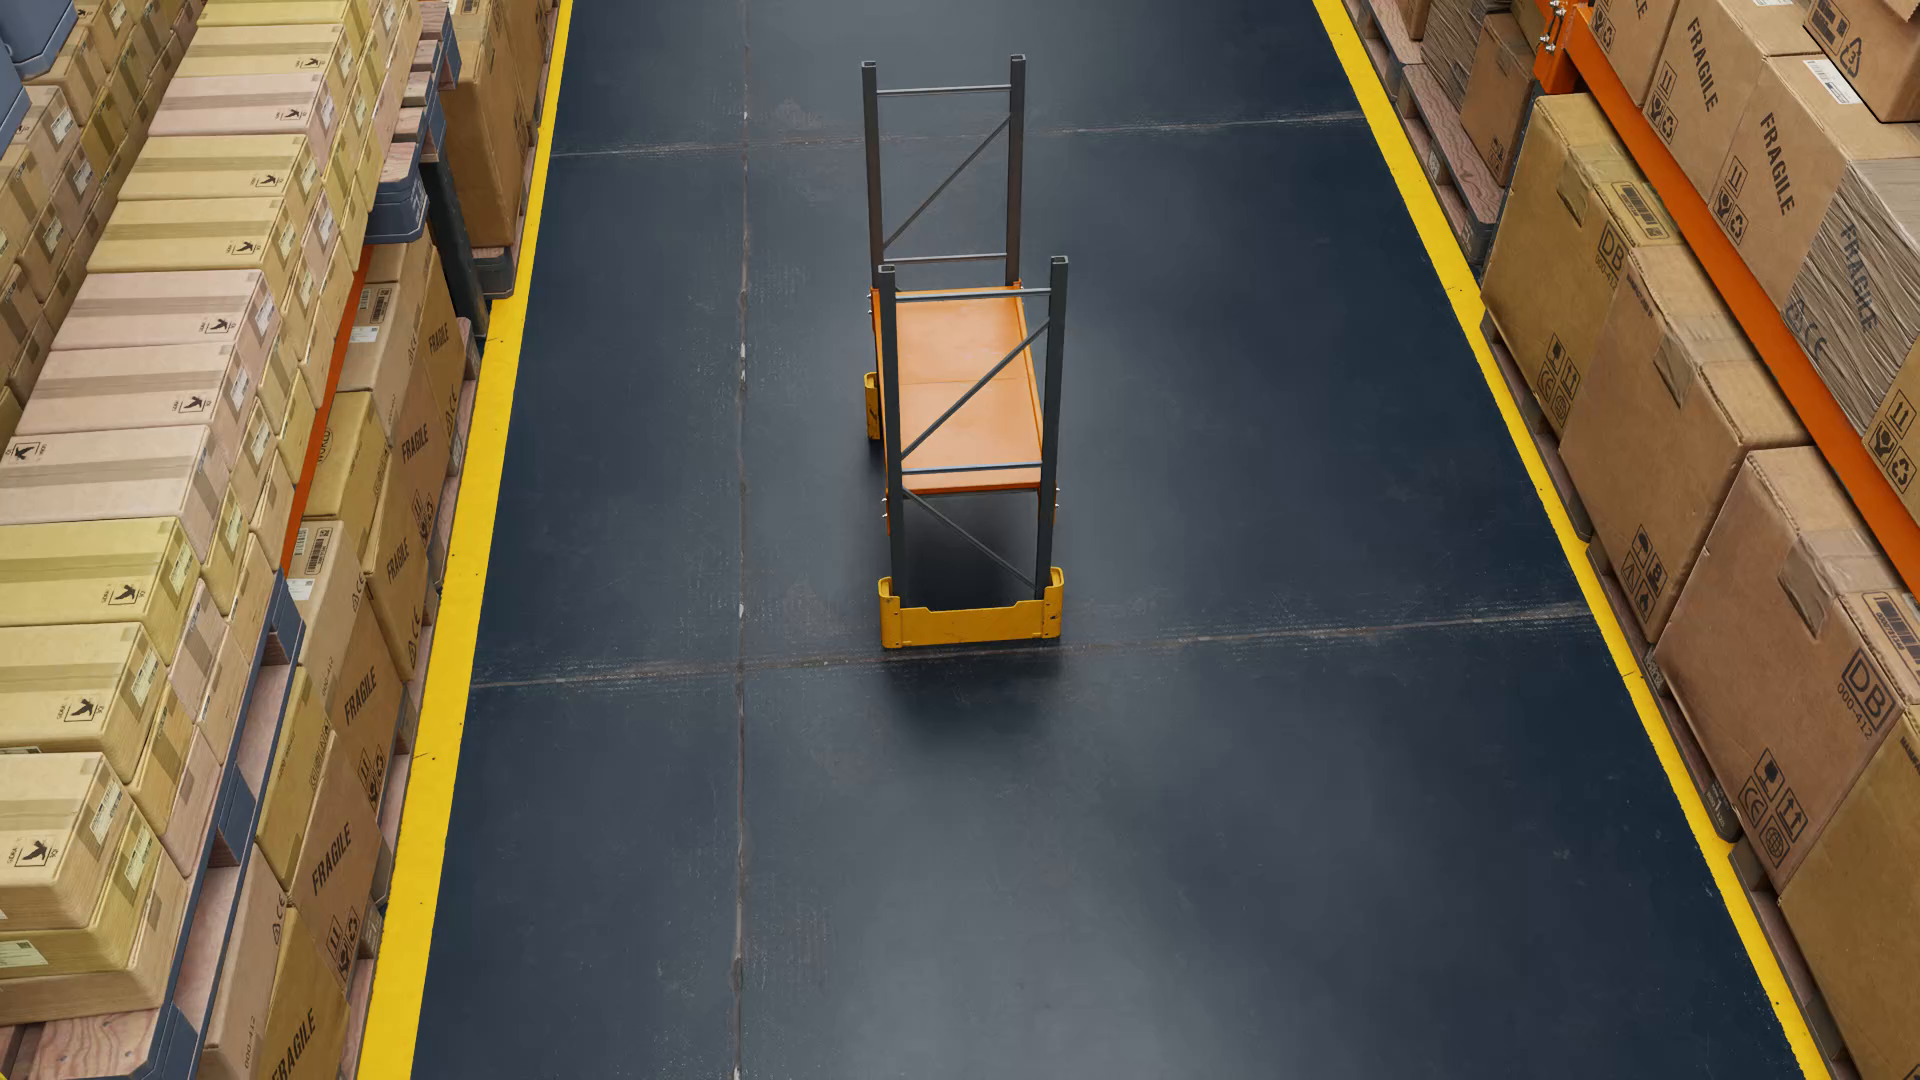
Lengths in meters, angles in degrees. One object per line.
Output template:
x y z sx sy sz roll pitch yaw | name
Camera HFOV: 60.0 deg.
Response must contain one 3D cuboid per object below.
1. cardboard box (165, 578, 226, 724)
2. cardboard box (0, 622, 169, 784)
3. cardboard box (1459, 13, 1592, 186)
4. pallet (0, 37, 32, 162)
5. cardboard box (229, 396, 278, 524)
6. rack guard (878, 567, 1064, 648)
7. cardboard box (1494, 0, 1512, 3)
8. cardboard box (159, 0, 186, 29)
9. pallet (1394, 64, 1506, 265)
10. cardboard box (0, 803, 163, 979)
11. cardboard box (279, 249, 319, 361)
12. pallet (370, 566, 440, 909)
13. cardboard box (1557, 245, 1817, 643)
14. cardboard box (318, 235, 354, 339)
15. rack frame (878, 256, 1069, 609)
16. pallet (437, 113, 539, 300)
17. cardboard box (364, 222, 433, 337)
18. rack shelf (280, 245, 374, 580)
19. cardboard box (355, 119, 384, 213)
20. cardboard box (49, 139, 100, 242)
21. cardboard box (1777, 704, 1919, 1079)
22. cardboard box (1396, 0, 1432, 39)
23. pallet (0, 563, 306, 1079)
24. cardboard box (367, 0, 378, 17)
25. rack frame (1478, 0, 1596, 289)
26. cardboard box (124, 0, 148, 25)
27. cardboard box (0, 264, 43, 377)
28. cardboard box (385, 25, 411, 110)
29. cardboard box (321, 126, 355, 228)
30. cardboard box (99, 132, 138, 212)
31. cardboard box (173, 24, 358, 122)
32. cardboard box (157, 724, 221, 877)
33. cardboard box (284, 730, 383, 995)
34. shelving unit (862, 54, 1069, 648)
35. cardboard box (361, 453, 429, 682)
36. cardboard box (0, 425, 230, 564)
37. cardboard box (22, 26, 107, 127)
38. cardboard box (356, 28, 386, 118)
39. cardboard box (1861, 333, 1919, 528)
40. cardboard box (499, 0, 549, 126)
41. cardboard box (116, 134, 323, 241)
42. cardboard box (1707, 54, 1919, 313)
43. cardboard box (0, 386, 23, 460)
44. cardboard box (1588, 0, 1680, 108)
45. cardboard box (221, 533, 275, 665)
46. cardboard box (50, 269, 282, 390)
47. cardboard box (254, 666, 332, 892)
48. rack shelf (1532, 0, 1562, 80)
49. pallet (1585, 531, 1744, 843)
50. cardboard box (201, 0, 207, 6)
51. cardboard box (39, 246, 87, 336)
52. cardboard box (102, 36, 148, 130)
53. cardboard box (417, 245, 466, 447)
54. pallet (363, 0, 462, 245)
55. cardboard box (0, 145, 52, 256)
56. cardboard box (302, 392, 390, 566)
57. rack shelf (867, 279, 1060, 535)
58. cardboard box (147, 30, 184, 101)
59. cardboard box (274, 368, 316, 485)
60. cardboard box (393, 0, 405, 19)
-1.637 0.218 3.156 0.380 0.149 0.250 -2 47 -2 | cardboard box
-1.621 0.289 2.885 0.380 0.149 0.250 -2 47 -2 | cardboard box
2.524 -1.832 6.838 0.700 0.500 0.500 -6 47 -5 | cardboard box
-1.962 -0.354 2.083 1.213 0.211 1.003 -3 47 -3 | pallet
-1.684 -0.165 3.519 0.380 0.149 0.250 -2 47 -2 | cardboard box
0.035 0.219 5.370 0.587 0.250 0.087 -3 47 -3 | rack guard
2.459 -2.473 6.928 0.500 0.250 0.500 1 47 1 | cardboard box
-2.511 -1.627 4.904 0.380 0.149 0.250 -2 47 -2 | cardboard box
2.536 -1.663 7.180 1.003 0.211 1.213 -3 47 -3 | pallet
-1.591 0.592 2.802 0.380 0.149 0.250 -3 47 -3 | cardboard box
-1.724 -0.539 3.874 0.380 0.149 0.250 -4 47 -4 | cardboard box
-2.188 0.576 5.059 1.003 0.211 1.213 -3 47 -3 | pallet
2.704 -0.325 5.166 1.225 0.875 0.875 -3 47 -3 | cardboard box
-1.750 -0.629 4.164 0.380 0.149 0.250 -2 47 -2 | cardboard box
0.035 -0.210 4.916 0.500 1.500 0.032 -3 47 -3 | rack frame
-2.342 -1.445 6.973 1.003 0.211 1.213 -3 47 -3 | pallet
-2.033 -0.892 5.445 0.500 0.250 0.500 -4 47 -4 | cardboard box
-2.184 -0.134 4.307 1.077 0.370 4.000 -3 47 -3 | rack shelf
-1.794 -1.011 4.525 0.380 0.149 0.250 -4 47 -4 | cardboard box
-2.419 -0.875 4.192 0.380 0.149 0.250 -3 47 -3 | cardboard box
2.861 0.962 3.948 1.225 0.875 0.875 -3 47 -3 | cardboard box
2.410 -2.642 7.605 0.700 0.500 0.500 0 47 0 | cardboard box
-1.936 0.570 3.277 1.003 0.211 1.213 -3 47 -3 | pallet
-1.835 -1.583 4.657 0.380 0.149 0.250 -4 47 -4 | cardboard box
2.600 -2.057 5.632 1.000 3.000 0.127 -3 47 -3 | rack frame
-2.481 -1.551 4.627 0.380 0.149 0.250 -5 47 -4 | cardboard box
-2.375 -0.500 3.837 0.380 0.149 0.250 -2 47 -2 | cardboard box
-1.833 -1.378 4.873 0.380 0.149 0.250 -4 47 -3 | cardboard box
-1.769 -0.915 4.229 0.380 0.149 0.250 -4 47 -4 | cardboard box
-2.446 -0.966 4.483 0.380 0.149 0.250 -2 47 -1 | cardboard box
-1.787 -1.200 4.295 0.380 0.149 0.250 -2 47 -2 | cardboard box
-1.620 0.494 3.100 0.380 0.149 0.250 -3 47 -3 | cardboard box
-1.860 0.847 4.314 0.500 0.500 0.500 -2 47 -1 | cardboard box
-0.006 -0.571 5.258 0.587 1.500 1.083 -3 47 -3 | shelving unit
-1.936 0.104 5.018 0.500 0.500 0.500 -5 47 -5 | cardboard box
-1.658 -0.078 3.232 0.380 0.149 0.250 -4 47 -4 | cardboard box
-2.443 -1.181 4.277 0.380 0.149 0.250 -5 47 -5 | cardboard box
-1.808 -1.276 4.571 0.380 0.149 0.250 -2 47 -2 | cardboard box
2.538 -0.255 3.857 0.500 0.500 0.500 -4 47 -4 | cardboard box
-2.389 -2.278 7.101 1.050 0.750 0.750 -3 47 -3 | cardboard box
-1.747 -0.829 3.943 0.380 0.149 0.250 -1 47 -1 | cardboard box
2.461 -0.980 4.543 0.500 0.500 0.500 -4 47 -4 | cardboard box
-2.359 -0.210 3.767 0.380 0.149 0.250 -2 47 -2 | cardboard box
2.369 -1.723 5.247 0.500 0.500 0.500 -2 47 -2 | cardboard box
-1.657 0.131 3.443 0.380 0.149 0.250 -3 47 -3 | cardboard box
-1.700 -0.445 3.580 0.380 0.149 0.250 -2 47 -2 | cardboard box
-1.862 0.587 4.044 0.500 0.250 0.500 -2 47 -2 | cardboard box
2.432 -3.257 7.264 1.077 0.370 4.000 -3 47 -3 | rack shelf
2.690 0.358 5.266 1.003 0.211 1.213 -3 47 -3 | pallet
-2.657 -2.172 5.673 0.500 0.500 0.500 -3 47 -3 | cardboard box
-2.402 -0.591 4.128 0.380 0.149 0.250 -3 47 -3 | cardboard box
-2.461 -1.238 4.535 0.380 0.149 0.250 -5 47 -5 | cardboard box
-2.036 -0.653 5.735 0.500 0.500 0.500 -4 47 -3 | cardboard box
-2.186 -1.253 5.003 1.213 0.211 1.003 -3 47 -3 | pallet
-2.394 -0.794 3.910 0.380 0.149 0.250 -2 47 -2 | cardboard box
-1.953 -0.159 4.750 0.500 0.250 0.500 -2 47 -2 | cardboard box
-0.007 -0.454 5.395 0.538 0.185 1.000 -3 47 -3 | rack shelf
-2.493 -1.356 4.852 0.380 0.149 0.250 -1 47 -1 | cardboard box
-1.706 -0.250 3.805 0.380 0.149 0.250 -4 47 -4 | cardboard box
-1.856 -1.659 4.934 0.380 0.149 0.250 -3 47 -2 | cardboard box
